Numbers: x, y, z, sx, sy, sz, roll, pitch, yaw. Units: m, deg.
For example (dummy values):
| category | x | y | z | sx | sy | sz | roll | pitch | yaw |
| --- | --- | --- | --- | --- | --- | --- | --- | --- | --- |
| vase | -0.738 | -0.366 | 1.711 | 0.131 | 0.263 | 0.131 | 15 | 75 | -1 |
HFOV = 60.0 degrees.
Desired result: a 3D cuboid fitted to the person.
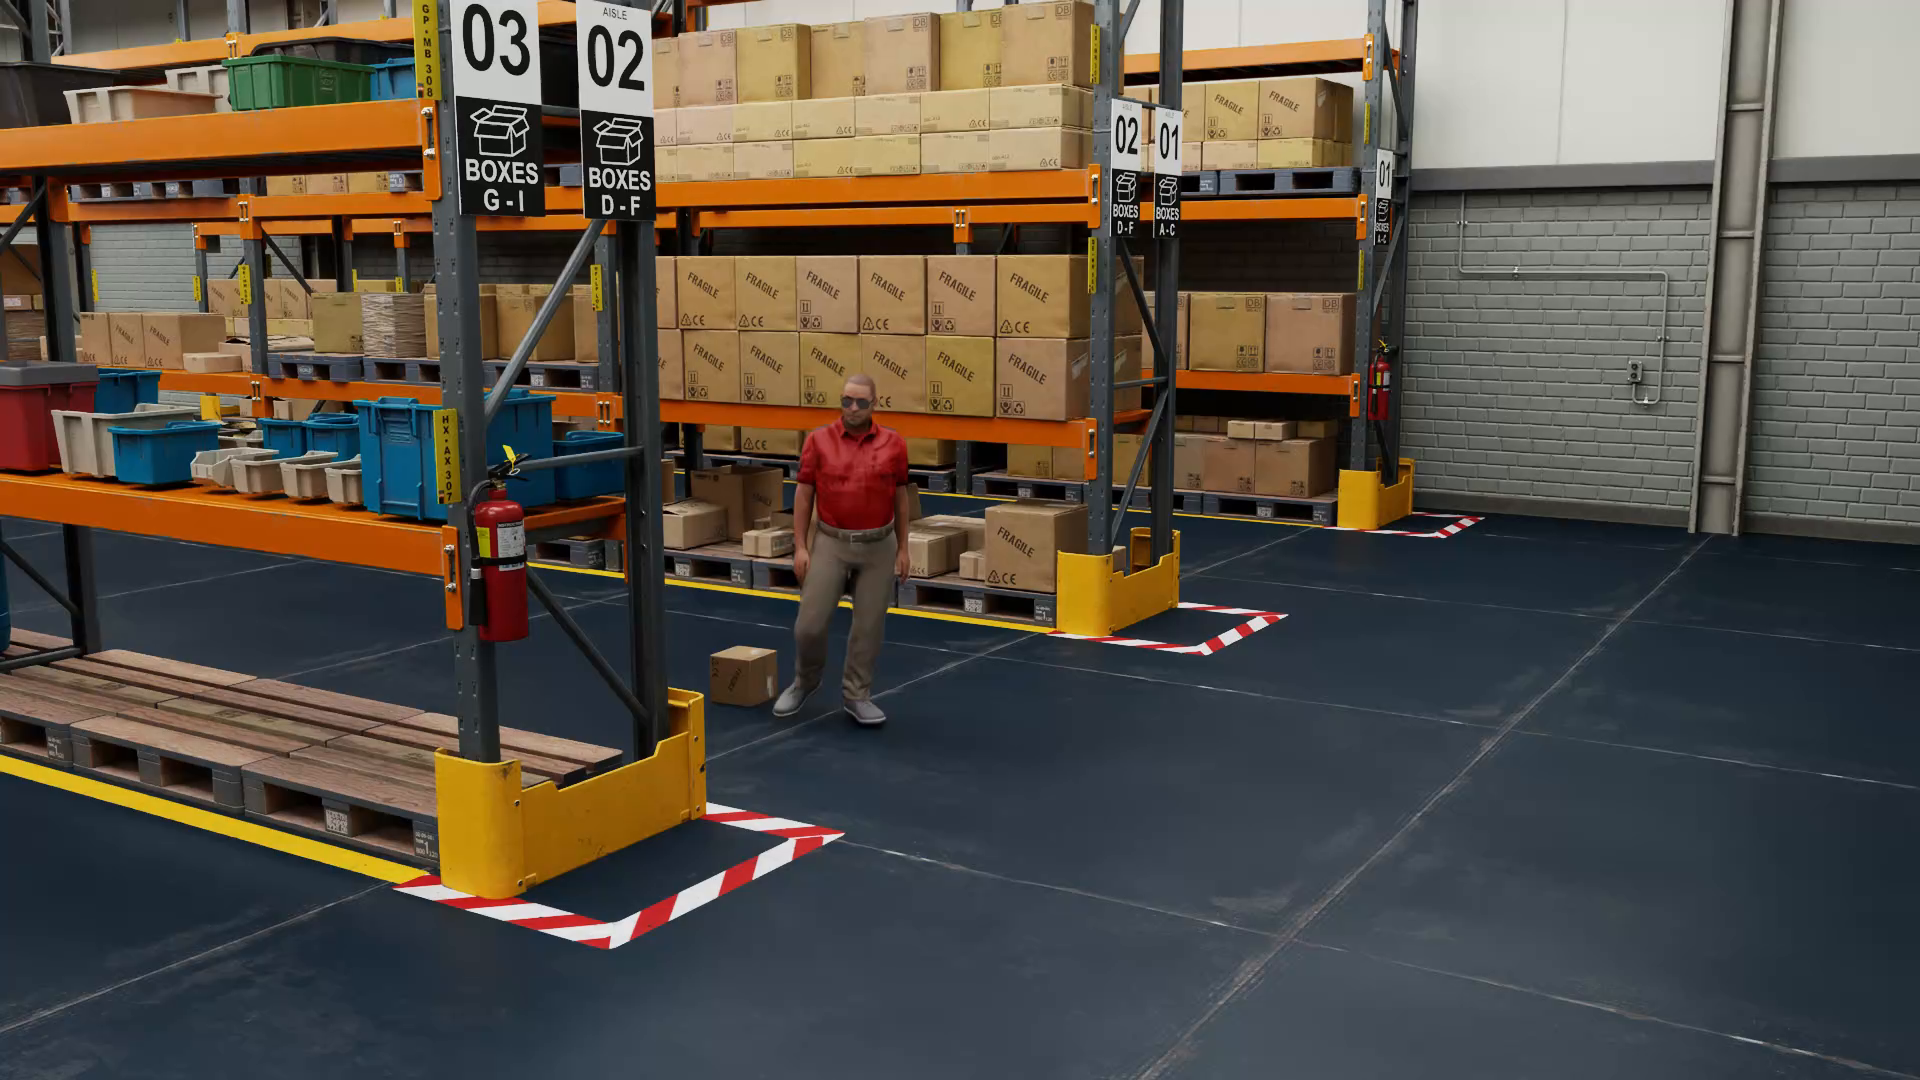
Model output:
| category | x | y | z | sx | sy | sz | roll | pitch | yaw |
| --- | --- | --- | --- | --- | --- | --- | --- | --- | --- |
| person | -0.574 | 0.049 | 8.052 | 0.676 | 1.716 | 0.503 | -2 | 10 | -14 |
